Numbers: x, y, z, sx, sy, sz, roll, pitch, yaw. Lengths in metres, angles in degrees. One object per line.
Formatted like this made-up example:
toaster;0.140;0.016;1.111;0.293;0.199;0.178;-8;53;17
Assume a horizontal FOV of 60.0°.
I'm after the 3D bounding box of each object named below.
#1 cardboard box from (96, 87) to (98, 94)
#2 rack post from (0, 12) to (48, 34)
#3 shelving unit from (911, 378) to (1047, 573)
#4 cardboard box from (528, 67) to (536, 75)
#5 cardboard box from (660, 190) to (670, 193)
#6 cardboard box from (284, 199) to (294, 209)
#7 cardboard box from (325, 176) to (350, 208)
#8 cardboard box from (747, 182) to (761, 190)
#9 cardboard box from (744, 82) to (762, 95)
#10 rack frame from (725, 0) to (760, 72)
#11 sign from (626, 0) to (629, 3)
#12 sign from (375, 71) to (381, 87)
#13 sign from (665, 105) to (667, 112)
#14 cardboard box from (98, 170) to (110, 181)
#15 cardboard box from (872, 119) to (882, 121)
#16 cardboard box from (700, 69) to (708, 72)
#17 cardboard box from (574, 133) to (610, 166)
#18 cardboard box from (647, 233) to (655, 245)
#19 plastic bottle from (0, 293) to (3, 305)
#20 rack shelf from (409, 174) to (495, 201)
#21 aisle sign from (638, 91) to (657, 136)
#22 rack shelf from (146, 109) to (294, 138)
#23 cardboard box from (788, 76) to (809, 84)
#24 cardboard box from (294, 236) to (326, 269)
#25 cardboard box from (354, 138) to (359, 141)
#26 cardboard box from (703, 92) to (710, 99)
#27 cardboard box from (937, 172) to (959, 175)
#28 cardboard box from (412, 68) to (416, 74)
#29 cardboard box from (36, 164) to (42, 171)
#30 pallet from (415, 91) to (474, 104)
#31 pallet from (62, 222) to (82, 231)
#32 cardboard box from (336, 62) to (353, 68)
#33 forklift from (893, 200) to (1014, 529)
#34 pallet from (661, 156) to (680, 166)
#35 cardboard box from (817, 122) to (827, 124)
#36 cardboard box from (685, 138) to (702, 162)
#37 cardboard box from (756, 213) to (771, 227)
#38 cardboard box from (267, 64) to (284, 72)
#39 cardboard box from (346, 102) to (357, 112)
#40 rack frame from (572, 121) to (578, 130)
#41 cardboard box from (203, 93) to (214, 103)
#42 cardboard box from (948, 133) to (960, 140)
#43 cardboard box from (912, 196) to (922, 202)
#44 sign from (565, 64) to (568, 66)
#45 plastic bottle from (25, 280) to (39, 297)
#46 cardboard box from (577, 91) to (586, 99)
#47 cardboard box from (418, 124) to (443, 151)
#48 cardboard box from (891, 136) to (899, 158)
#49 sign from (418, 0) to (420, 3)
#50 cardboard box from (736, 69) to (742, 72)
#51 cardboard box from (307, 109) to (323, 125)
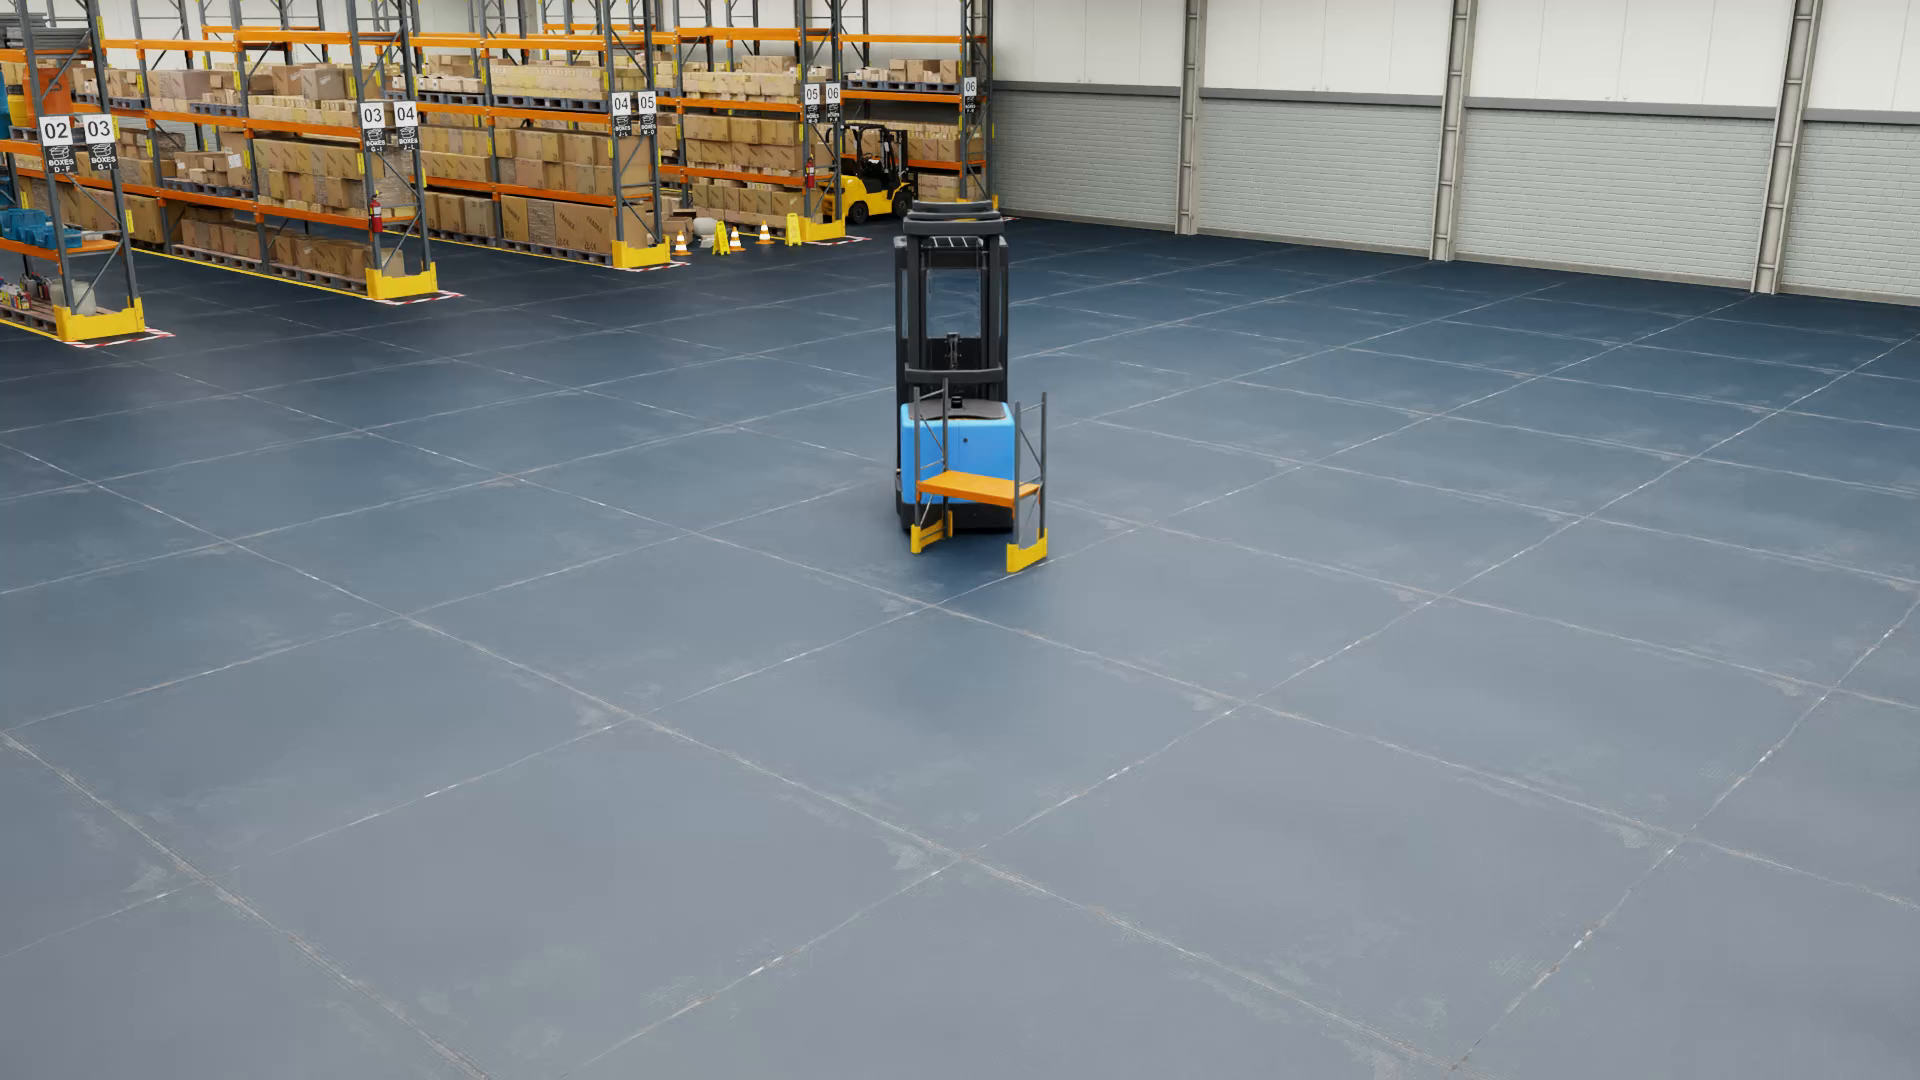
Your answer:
cardboard box;-17.448;-9.209;34.071;0.250;0.149;0.380;14;22;37
rack post;-14.245;-7.707;24.784;0.954;0.300;0.937;14;23;38
shelving unit;0.168;-0.589;14.627;1.083;1.500;0.587;11;21;31
cardboard box;-8.112;-9.060;32.118;0.250;0.149;0.380;15;23;39
cardboard box;-7.356;-8.003;39.158;0.625;0.372;0.950;16;24;41
cardboard box;-11.781;-5.990;29.581;0.250;0.149;0.380;15;23;39
cardboard box;-10.334;-6.002;28.545;0.500;0.500;0.875;15;23;39
cardboard box;-4.383;-7.686;36.047;0.250;0.149;0.380;16;24;42
cardboard box;-4.237;-9.611;35.372;0.500;0.250;0.500;16;24;41
rack frame;-5.601;-13.454;42.767;0.127;3.000;1.000;15;23;39
sign;-8.966;-14.621;44.769;0.005;0.325;0.100;15;23;39
sign;-12.464;-9.884;35.623;0.005;0.325;0.100;15;23;39
sign;-8.227;-12.076;46.428;0.005;0.325;0.100;15;23;39
cardboard box;-17.534;-7.729;34.480;0.500;0.500;0.500;14;23;38
cardboard box;-2.010;-10.235;40.811;0.250;0.149;0.380;14;23;38
cardboard box;-6.601;-12.315;43.724;0.250;0.149;0.380;15;23;39
cardboard box;-6.844;-7.483;31.838;0.550;0.550;0.875;15;23;39
cardboard box;-6.603;-6.296;34.649;0.396;0.266;0.258;-13;22;-36
plastic bottle;-15.101;-3.825;26.242;0.097;0.201;0.097;0;18;0
rack shelf;-10.607;-7.586;35.384;4.000;0.370;1.077;15;23;39
aisle sign;-5.867;-8.017;31.255;0.004;0.787;0.394;15;23;39
rack shelf;-13.975;-7.914;31.458;4.000;0.370;1.077;15;23;39
cardboard box;-3.358;-9.556;34.539;0.250;0.149;0.380;15;23;40
cardboard box;-11.773;-5.232;30.214;0.500;0.500;0.500;-10;20;-28
cardboard box;-13.156;-8.793;36.734;0.250;0.149;0.380;16;24;41
cardboard box;-5.413;-9.770;36.531;0.250;0.149;0.380;15;23;39
cardboard box;-0.227;-8.593;39.567;0.500;0.250;0.500;15;23;39
cardboard box;-14.215;-12.364;43.848;0.250;0.149;0.380;16;24;41
cardboard box;-20.059;-8.208;36.571;0.250;0.149;0.380;16;23;40
pallet;-10.748;-9.329;35.040;1.213;0.211;1.003;16;24;42
pallet;-18.979;-6.873;36.558;1.213;0.211;1.003;15;23;39
cardboard box;-13.553;-10.449;36.826;0.258;0.266;0.396;15;23;39
forklift;-0.094;-1.894;16.374;1.130;2.935;3.031;-1;18;-3
pallet;-6.376;-8.763;38.219;1.213;0.211;1.003;15;23;39
cardboard box;-3.456;-10.486;42.094;0.250;0.149;0.380;15;23;39
cardboard box;-5.757;-8.706;37.065;0.500;0.500;0.500;15;23;39
cardboard box;-4.075;-6.961;36.077;0.500;0.250;0.500;15;23;39
cardboard box;-15.925;-11.011;38.792;0.250;0.149;0.380;15;23;39
cardboard box;-9.902;-7.156;27.469;0.250;0.149;0.380;15;23;39
rack frame;-8.893;-9.471;40.133;0.127;3.000;1.000;15;23;39
cardboard box;-13.948;-8.298;31.171;0.250;0.166;0.380;14;22;38
cardboard box;-0.063;-9.351;38.519;0.250;0.149;0.380;15;23;40
cardboard box;-0.912;-8.105;39.682;0.500;0.250;0.500;15;23;40
sign;-9.267;-11.061;39.199;0.005;0.325;0.100;15;23;39
plastic bottle;-15.029;-4.075;26.907;0.135;0.276;0.152;15;23;39
cardboard box;-6.973;-8.374;31.276;0.250;0.149;0.380;15;23;40
cardboard box;-11.394;-8.661;35.764;0.500;0.500;0.700;15;23;38
cardboard box;-1.308;-9.383;39.691;0.500;0.500;0.500;15;23;40
sign;-14.505;-14.539;44.512;0.005;0.325;0.100;15;23;39
cardboard box;-5.542;-12.022;42.740;0.250;0.166;0.380;15;23;39
cardboard box;-10.769;-7.224;28.344;0.500;0.250;0.500;16;23;40
